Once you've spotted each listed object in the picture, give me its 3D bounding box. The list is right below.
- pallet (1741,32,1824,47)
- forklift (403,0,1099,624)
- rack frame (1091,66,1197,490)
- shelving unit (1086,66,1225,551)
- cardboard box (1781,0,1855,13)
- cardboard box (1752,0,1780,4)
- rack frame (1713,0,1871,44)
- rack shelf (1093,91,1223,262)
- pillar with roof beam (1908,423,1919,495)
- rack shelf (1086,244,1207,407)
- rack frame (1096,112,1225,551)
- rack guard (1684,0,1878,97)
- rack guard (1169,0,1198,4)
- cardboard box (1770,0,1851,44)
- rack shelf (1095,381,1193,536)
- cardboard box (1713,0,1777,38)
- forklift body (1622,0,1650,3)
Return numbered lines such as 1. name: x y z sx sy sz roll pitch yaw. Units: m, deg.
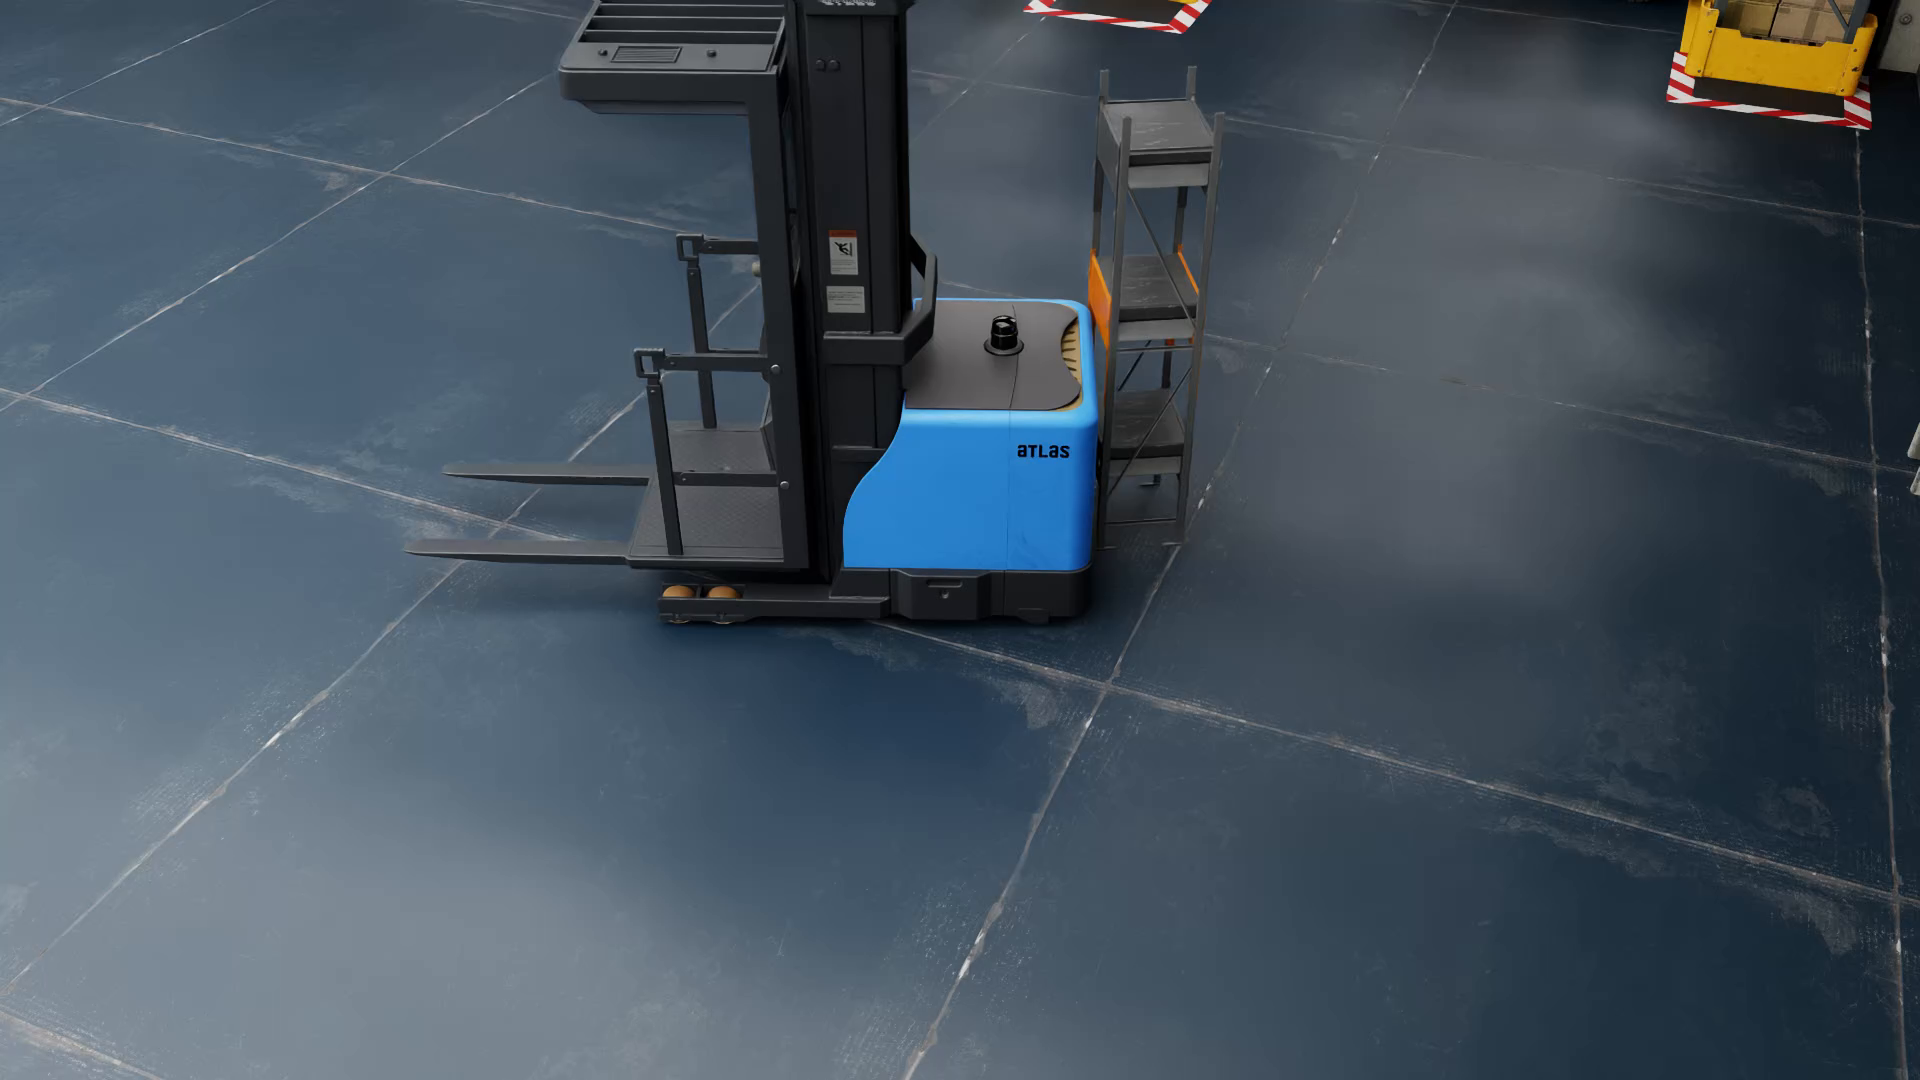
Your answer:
1. pallet: 6.261 -3.960 12.872 1.003 0.211 1.213 14 39 18
2. forklift: -0.931 -1.122 6.803 3.031 2.935 1.130 1 37 1
3. rack frame: 0.776 -1.097 7.464 0.400 2.100 0.015 -4 37 -5
4. shelving unit: 0.803 -0.952 7.270 0.431 2.100 0.503 -4 37 -5
5. cardboard box: 6.380 -4.124 12.291 0.500 0.250 0.500 15 39 19
6. cardboard box: 5.905 -4.252 12.462 0.500 0.250 0.500 13 39 17
7. rack frame: 6.009 -4.644 11.458 1.000 3.000 0.127 14 39 18
8. rack shelf: 0.803 -1.502 6.859 0.431 0.518 0.480 -4 37 -5
9. pillar with roof beam: 0.843 -4.886 6.771 9.100 9.000 0.400 14 39 18
10. rack shelf: 0.803 -0.941 7.278 0.431 0.518 0.480 -4 37 -5
11. rack frame: 0.829 -0.807 7.076 0.400 2.100 0.015 -4 37 -5
12. rack guard: 6.000 -3.630 12.189 1.175 0.500 0.348 14 39 18
13. rack guard: 1.446 -4.814 13.773 1.175 0.500 0.348 14 39 18
14. cardboard box: 6.376 -3.939 12.460 0.500 0.250 0.500 14 39 18
15. rack shelf: 0.803 -0.380 7.697 0.431 0.518 0.480 -4 37 -5
16. cardboard box: 5.895 -4.043 12.600 0.500 0.250 0.500 14 39 18
17. forklift body: 5.043 -5.770 13.673 2.313 2.155 1.214 14 39 18
